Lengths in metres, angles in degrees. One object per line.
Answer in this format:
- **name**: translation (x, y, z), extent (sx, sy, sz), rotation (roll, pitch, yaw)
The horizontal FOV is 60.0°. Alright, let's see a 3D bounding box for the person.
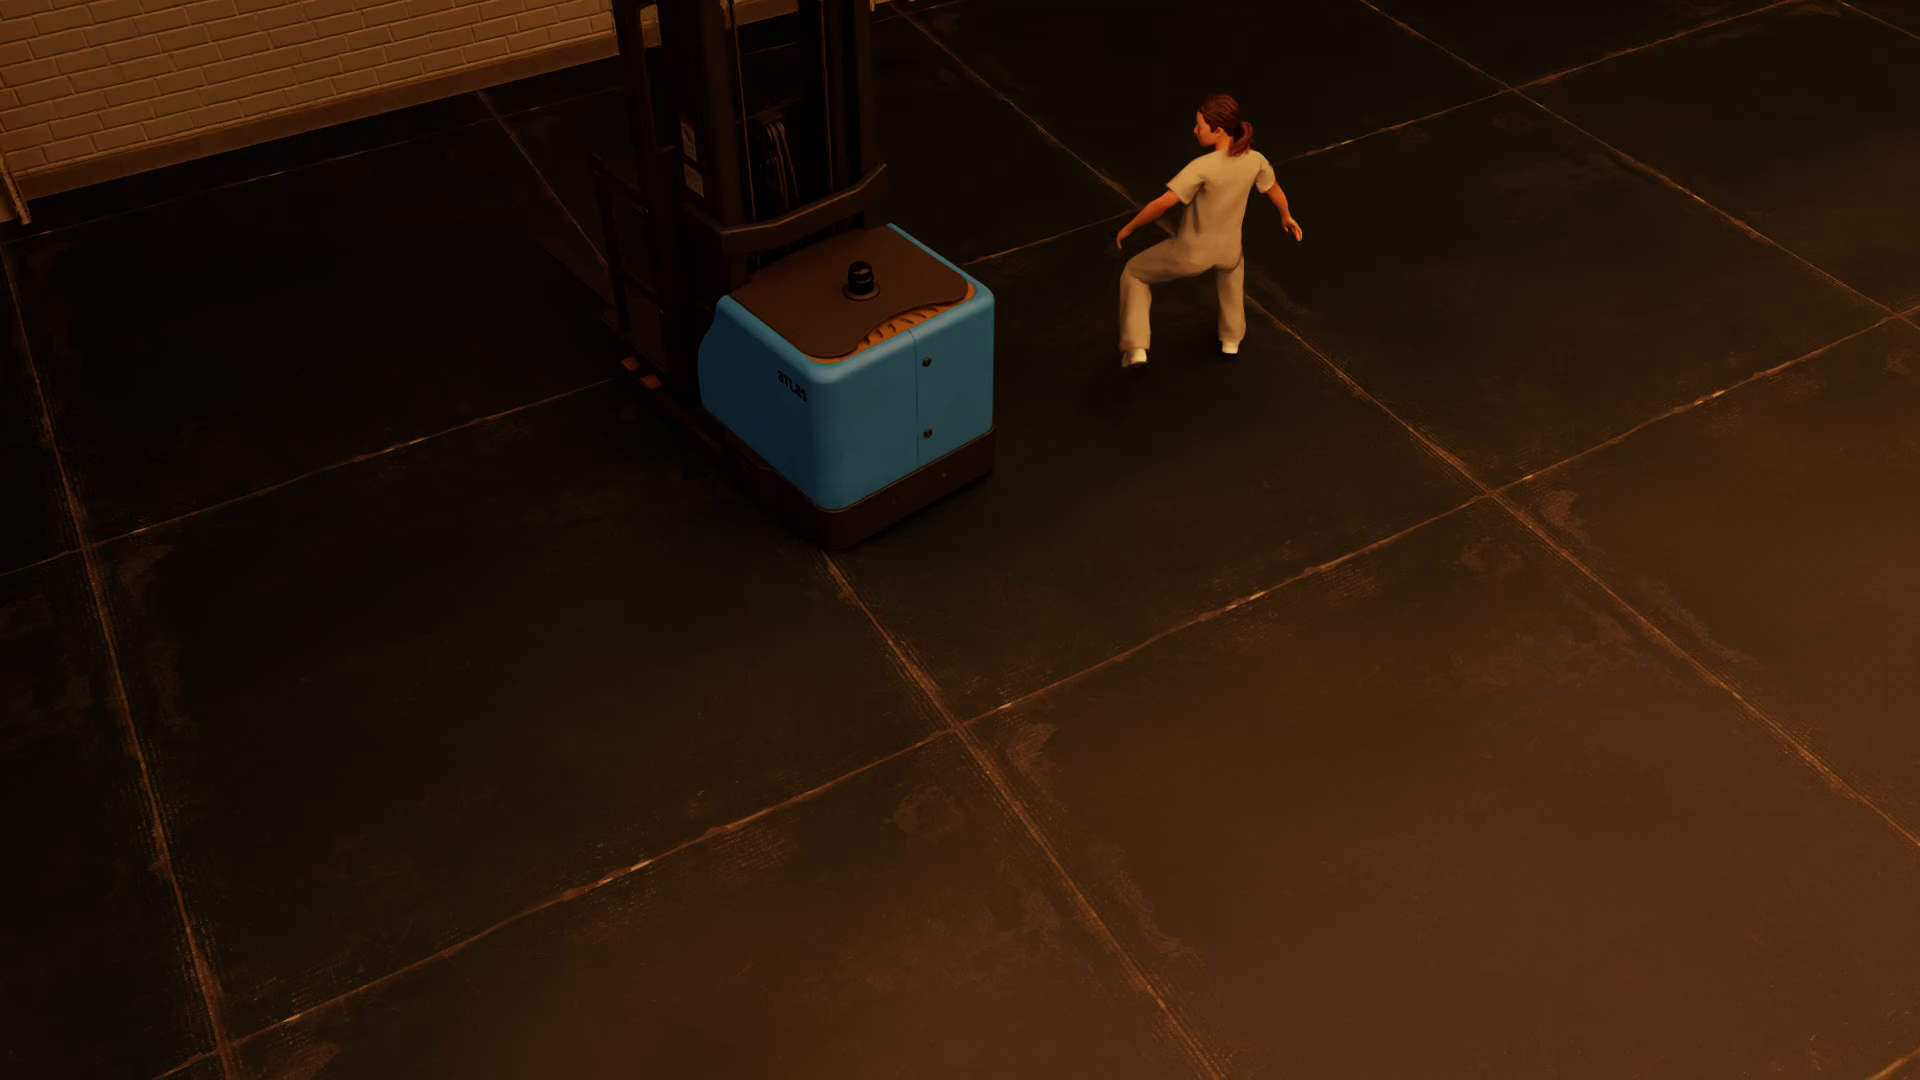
- **person**: translation (1.267, -1.516, 8.404), extent (1.011, 1.560, 0.499), rotation (-13, 44, -13)

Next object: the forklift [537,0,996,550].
- **forklift**: translation (-1.156, -1.963, 7.814), extent (1.130, 2.935, 3.031), rotation (-30, 50, -28)
